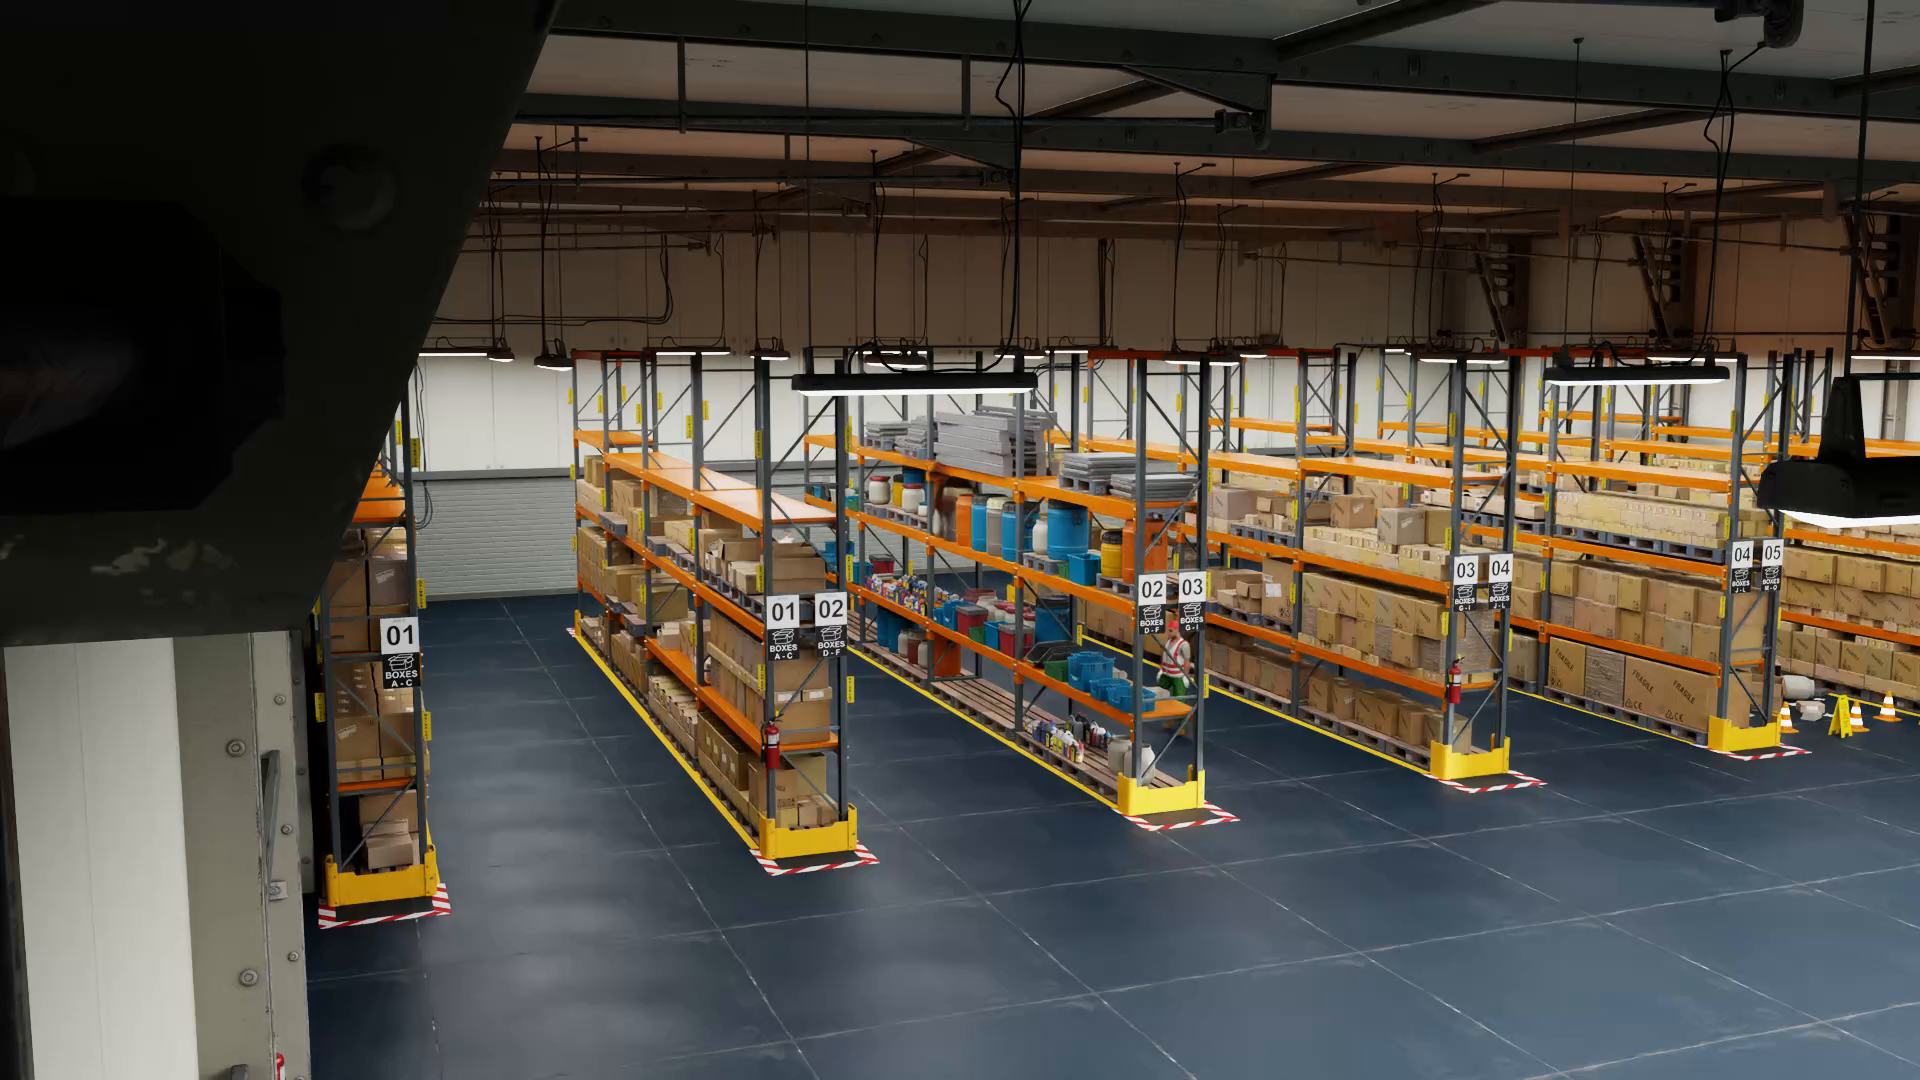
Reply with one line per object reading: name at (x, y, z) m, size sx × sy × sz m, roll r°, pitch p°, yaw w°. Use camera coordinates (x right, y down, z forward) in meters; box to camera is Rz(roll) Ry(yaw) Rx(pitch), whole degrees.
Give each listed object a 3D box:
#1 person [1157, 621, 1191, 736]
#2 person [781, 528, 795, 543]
person at (3.433, 2.157, 26.323) m, size 0.433 × 1.789 × 0.613 m, roll -5°, pitch 9°, yaw -36°
person at (-4.217, 0.477, 40.544) m, size 0.972 × 1.628 × 0.568 m, roll 0°, pitch 7°, yaw -1°
